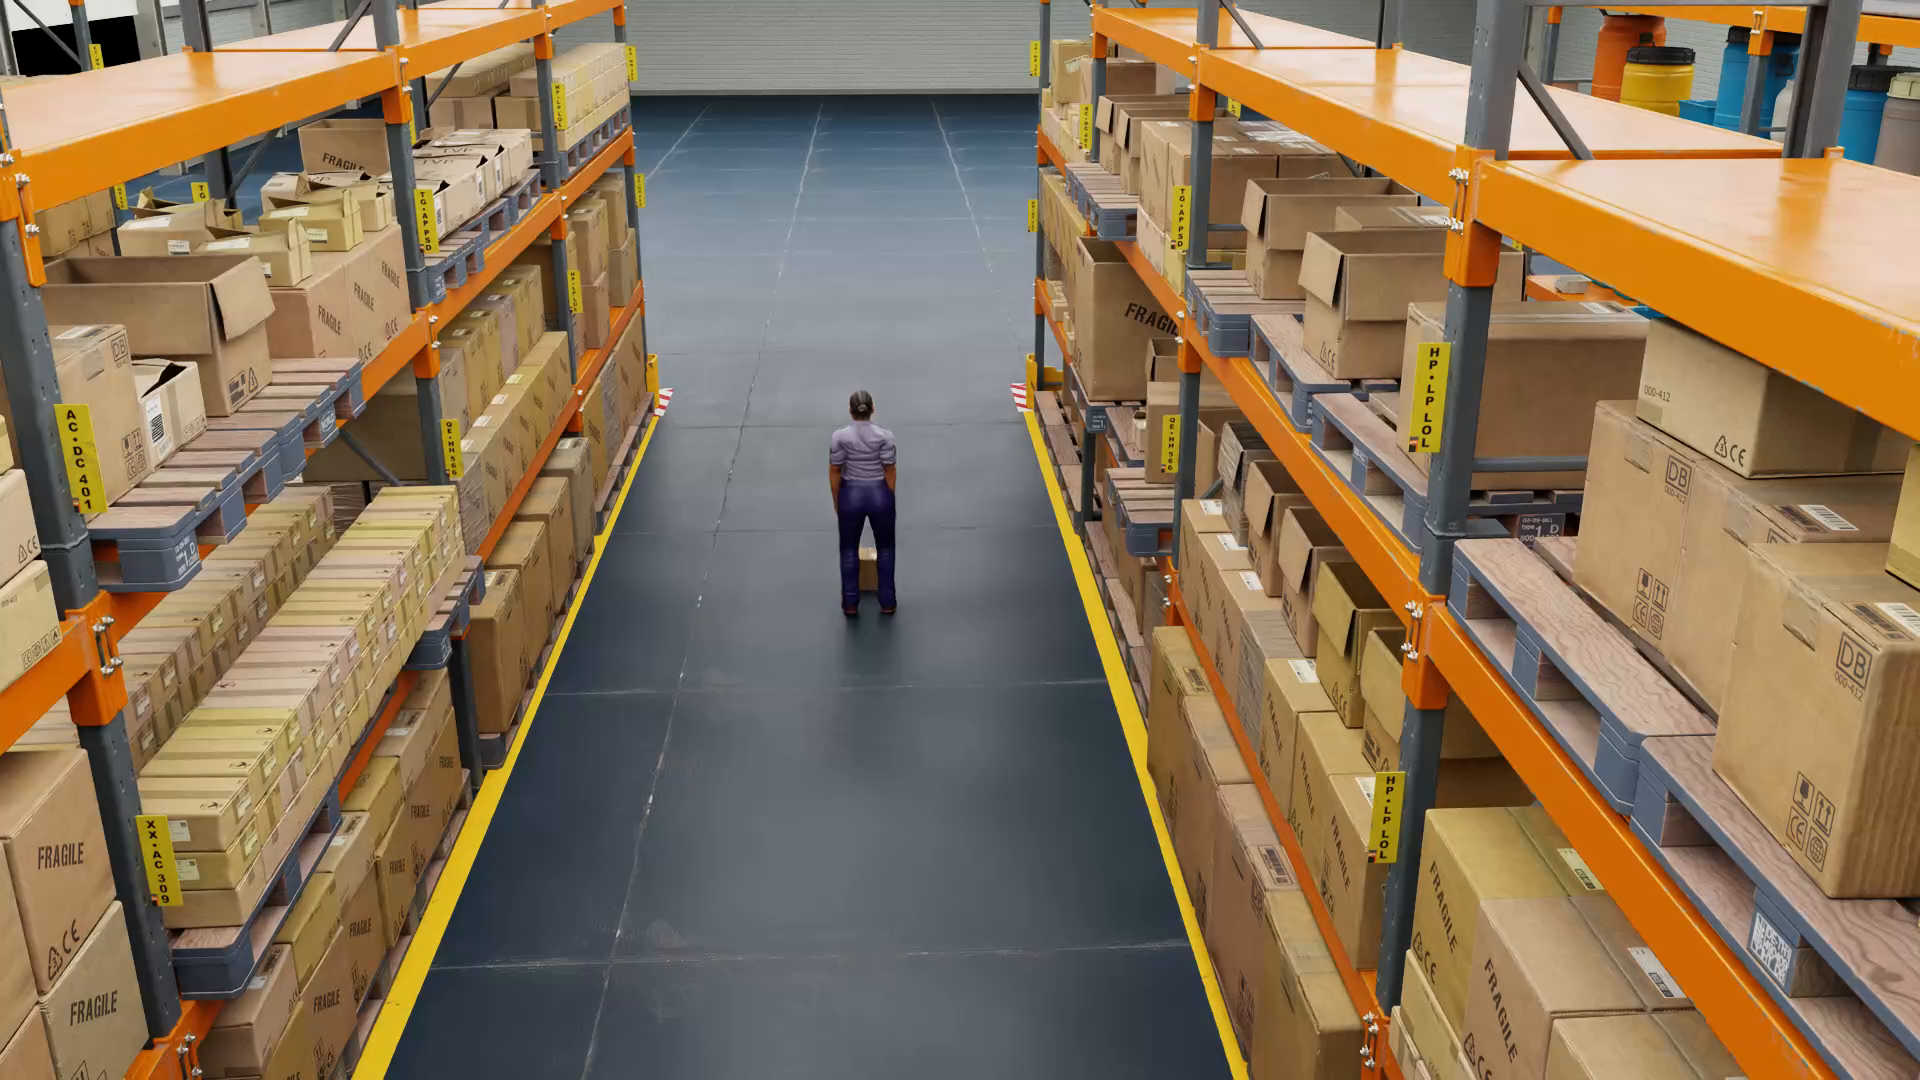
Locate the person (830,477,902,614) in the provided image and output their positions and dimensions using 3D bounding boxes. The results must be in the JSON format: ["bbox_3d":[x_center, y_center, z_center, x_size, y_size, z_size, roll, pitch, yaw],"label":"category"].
[{"bbox_3d":[-0.683,0.046,12.099,0.523,0.869,0.769,-1,21,-3],"label":"person"}]
